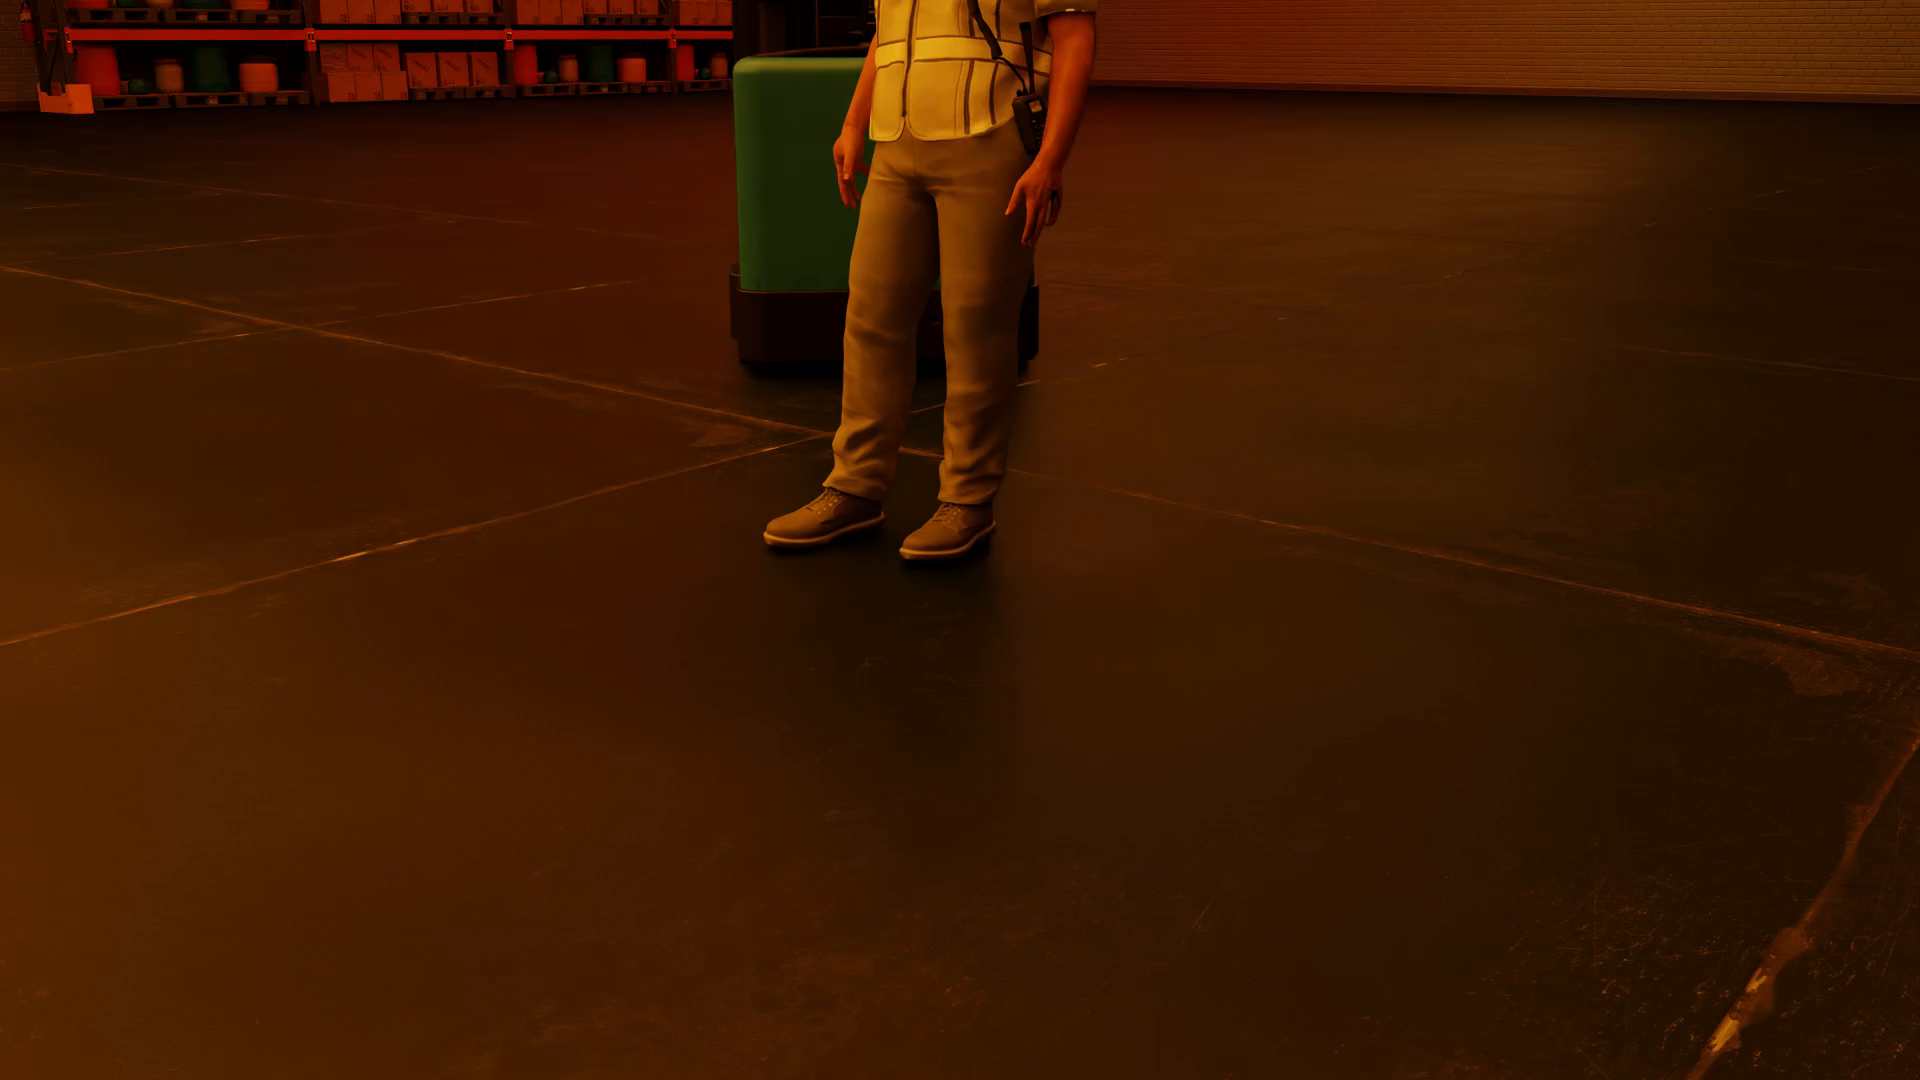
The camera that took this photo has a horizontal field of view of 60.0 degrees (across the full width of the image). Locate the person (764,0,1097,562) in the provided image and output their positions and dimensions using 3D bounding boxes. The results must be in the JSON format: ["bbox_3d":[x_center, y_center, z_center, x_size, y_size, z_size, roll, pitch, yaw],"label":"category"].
[{"bbox_3d":[-0.059,-0.844,3.631,0.640,1.781,0.575,13,21,37],"label":"person"}]

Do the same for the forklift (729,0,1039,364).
[{"bbox_3d":[-0.384,-2.393,6.778,1.130,2.935,3.031,-2,17,-5],"label":"forklift"}]
